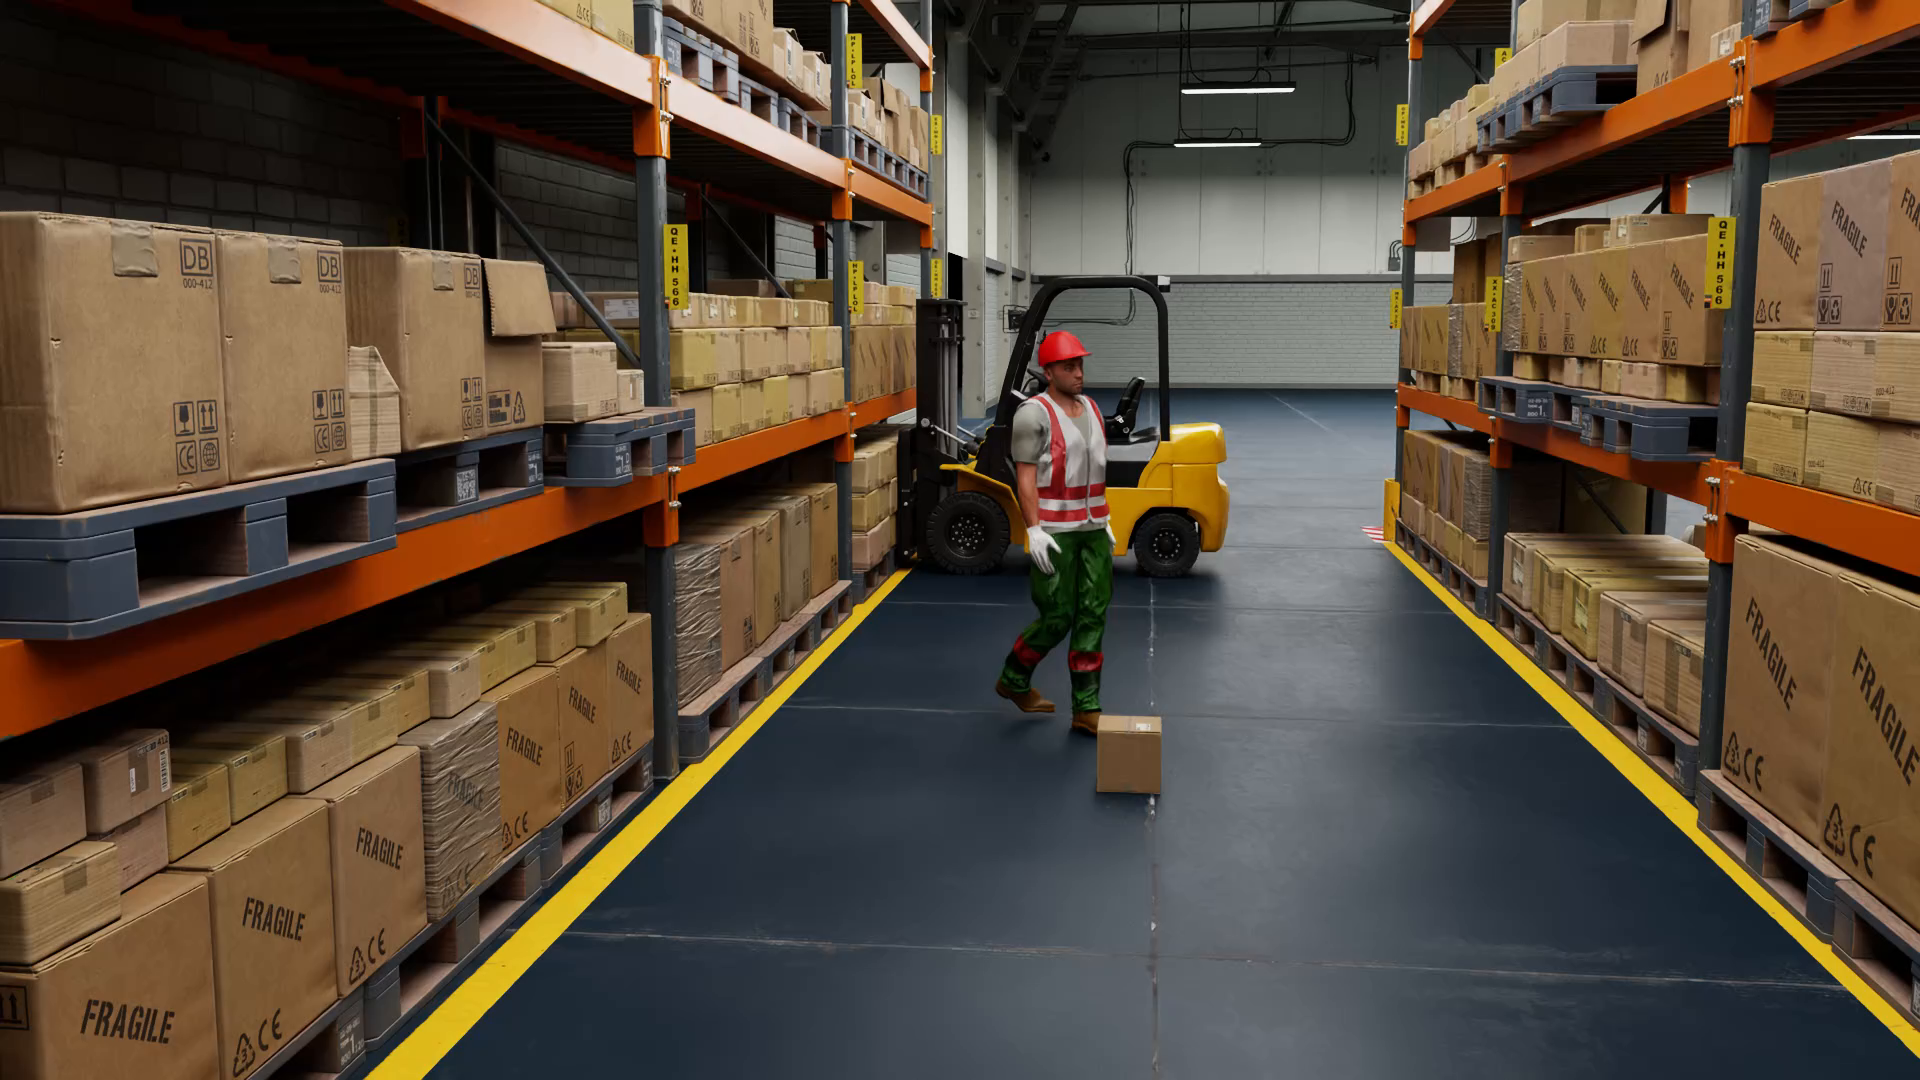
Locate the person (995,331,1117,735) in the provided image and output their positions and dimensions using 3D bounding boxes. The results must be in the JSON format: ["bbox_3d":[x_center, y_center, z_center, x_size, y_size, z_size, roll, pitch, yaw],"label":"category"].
[{"bbox_3d":[0.483,-0.037,7.446,0.583,1.787,0.662,-6,9,-37],"label":"person"}]
